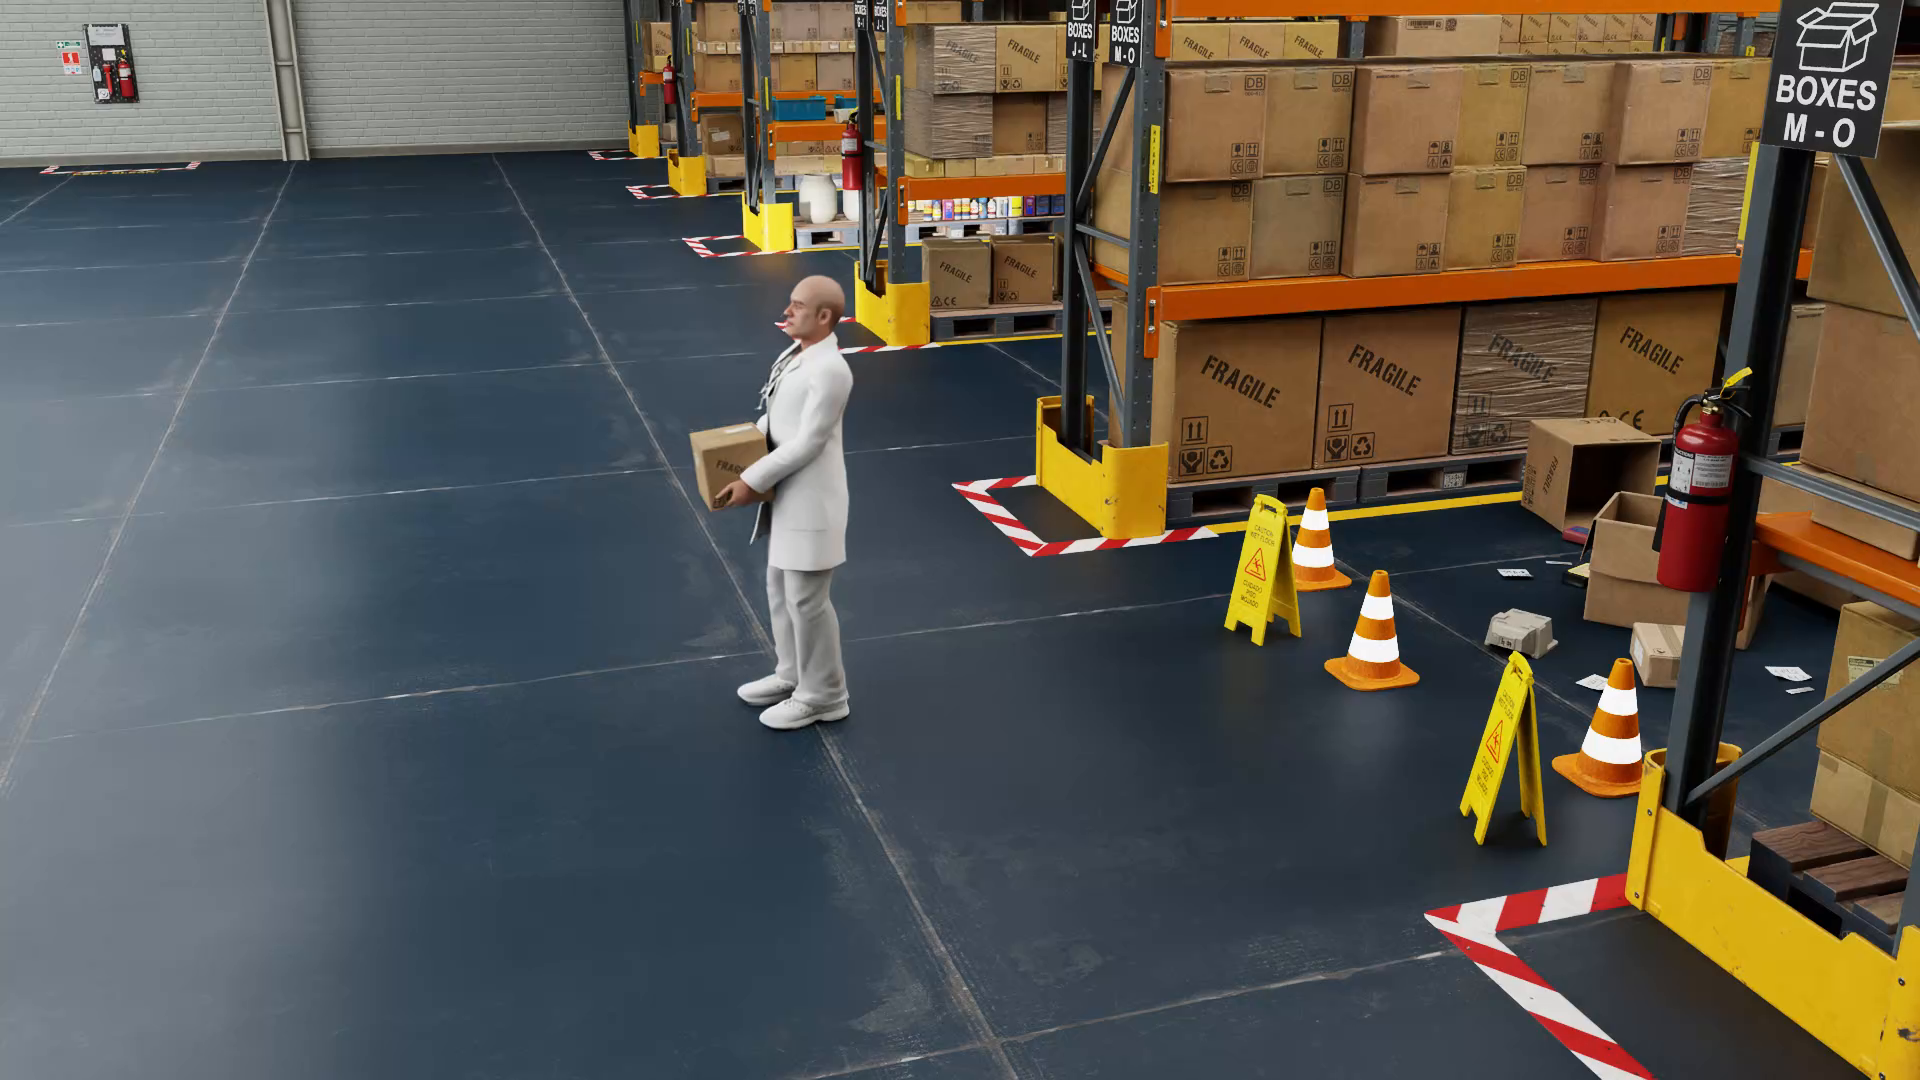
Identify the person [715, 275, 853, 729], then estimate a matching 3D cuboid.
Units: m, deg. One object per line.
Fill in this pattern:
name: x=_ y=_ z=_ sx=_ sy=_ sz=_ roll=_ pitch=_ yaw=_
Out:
person: x=-0.700 y=-0.141 z=6.497 sx=0.554 sy=1.775 sz=0.529 roll=-6 pitch=20 yaw=-17
